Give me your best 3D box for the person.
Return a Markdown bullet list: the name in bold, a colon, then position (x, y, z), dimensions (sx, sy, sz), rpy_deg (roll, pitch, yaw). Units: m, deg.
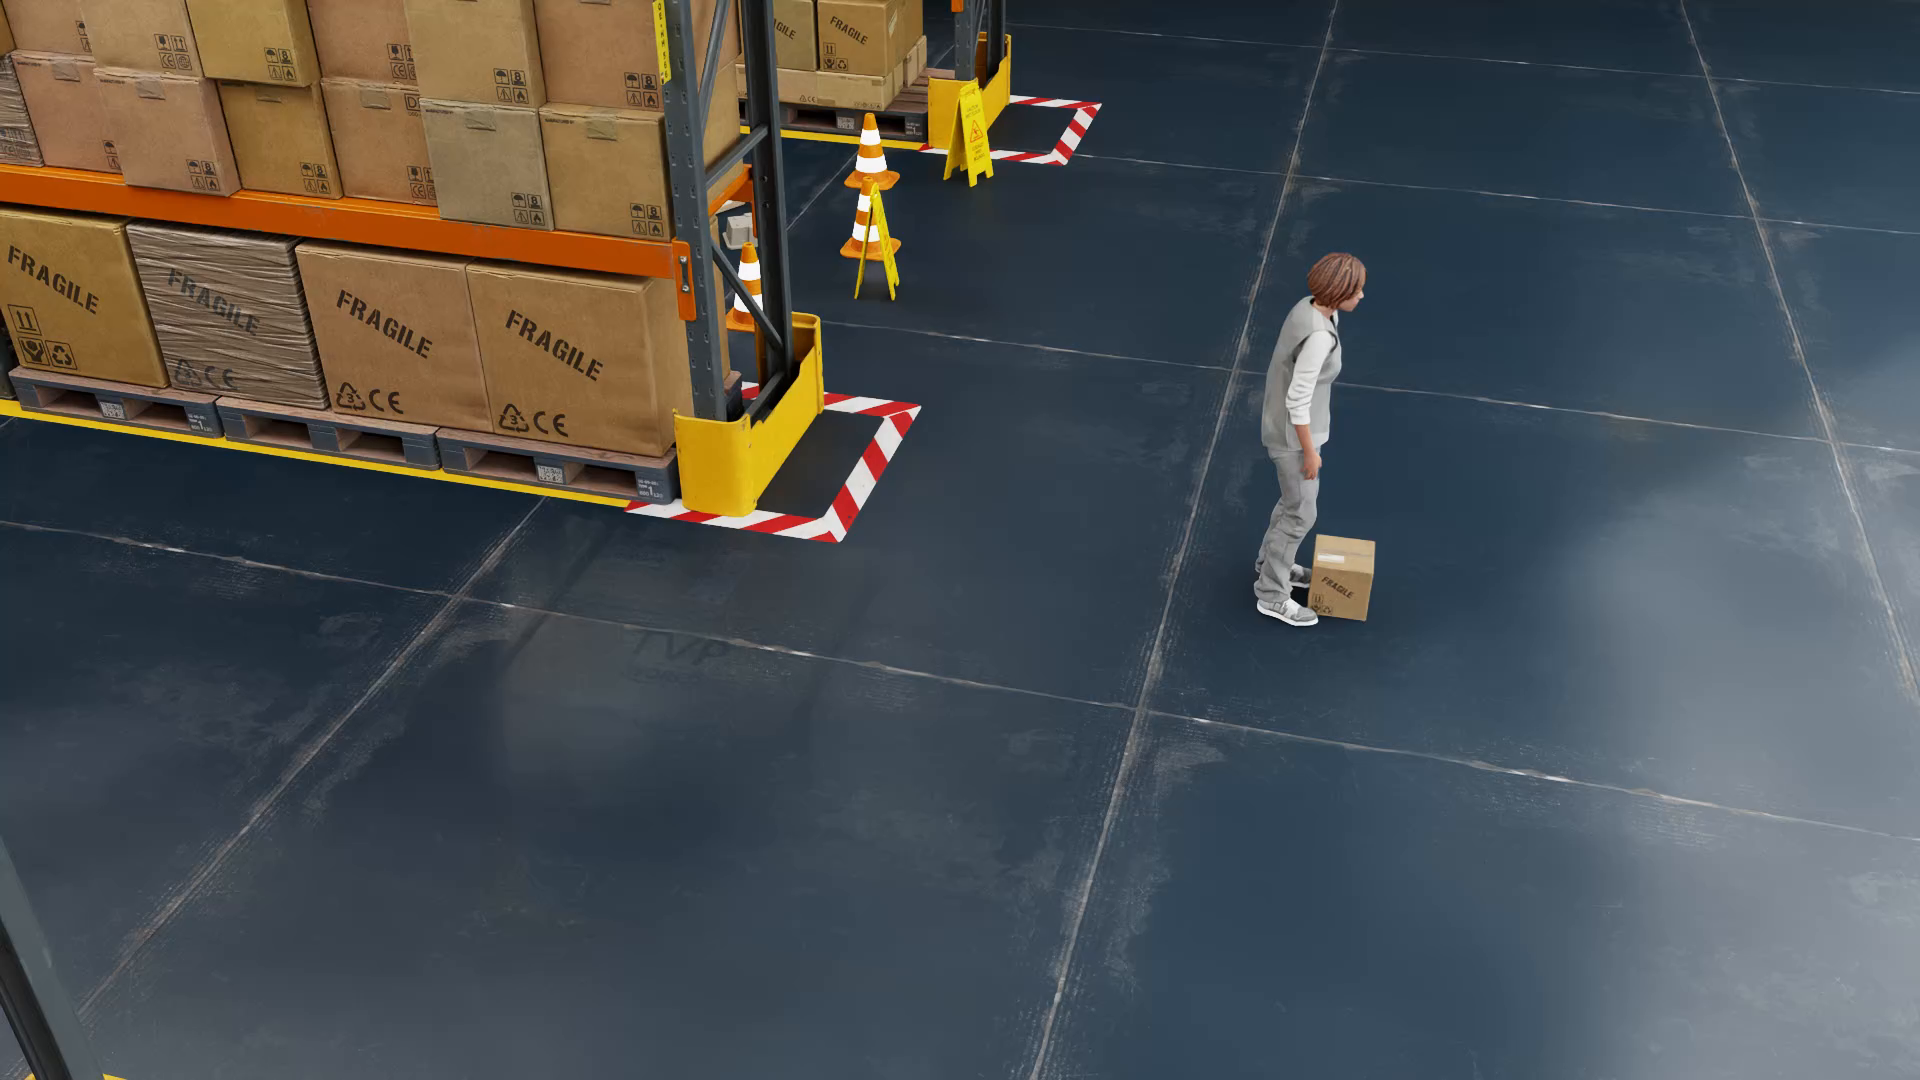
- **person**: position (1.397, -0.427, 6.801), dimensions (0.339, 1.592, 0.462), rpy_deg (7, 34, 11)
